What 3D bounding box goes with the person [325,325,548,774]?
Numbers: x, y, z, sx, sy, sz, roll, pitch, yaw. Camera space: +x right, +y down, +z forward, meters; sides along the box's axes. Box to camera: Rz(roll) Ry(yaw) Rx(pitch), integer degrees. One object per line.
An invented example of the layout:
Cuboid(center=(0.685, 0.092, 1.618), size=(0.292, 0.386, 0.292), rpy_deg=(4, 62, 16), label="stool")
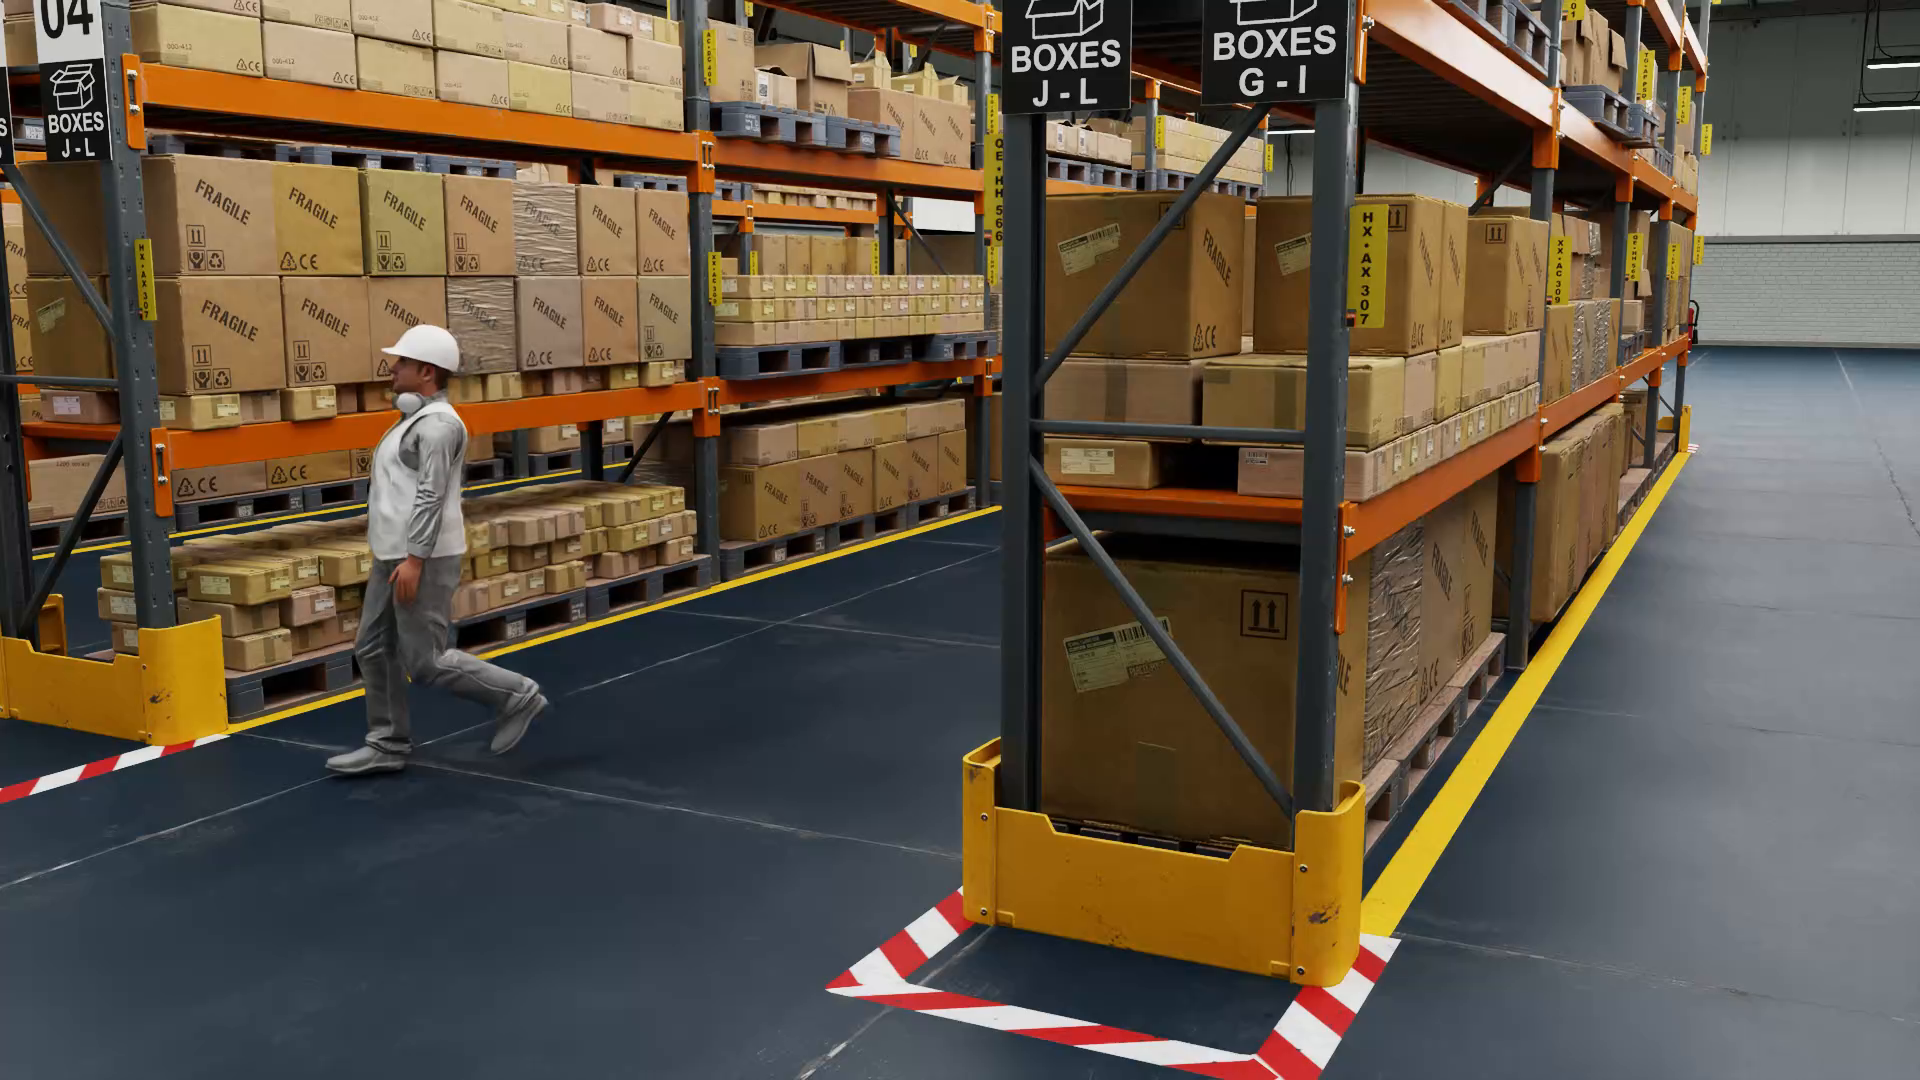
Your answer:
Cuboid(center=(-2.069, 0.043, 6.471), size=(0.830, 1.746, 0.534), rpy_deg=(-5, 10, -27), label="person")
